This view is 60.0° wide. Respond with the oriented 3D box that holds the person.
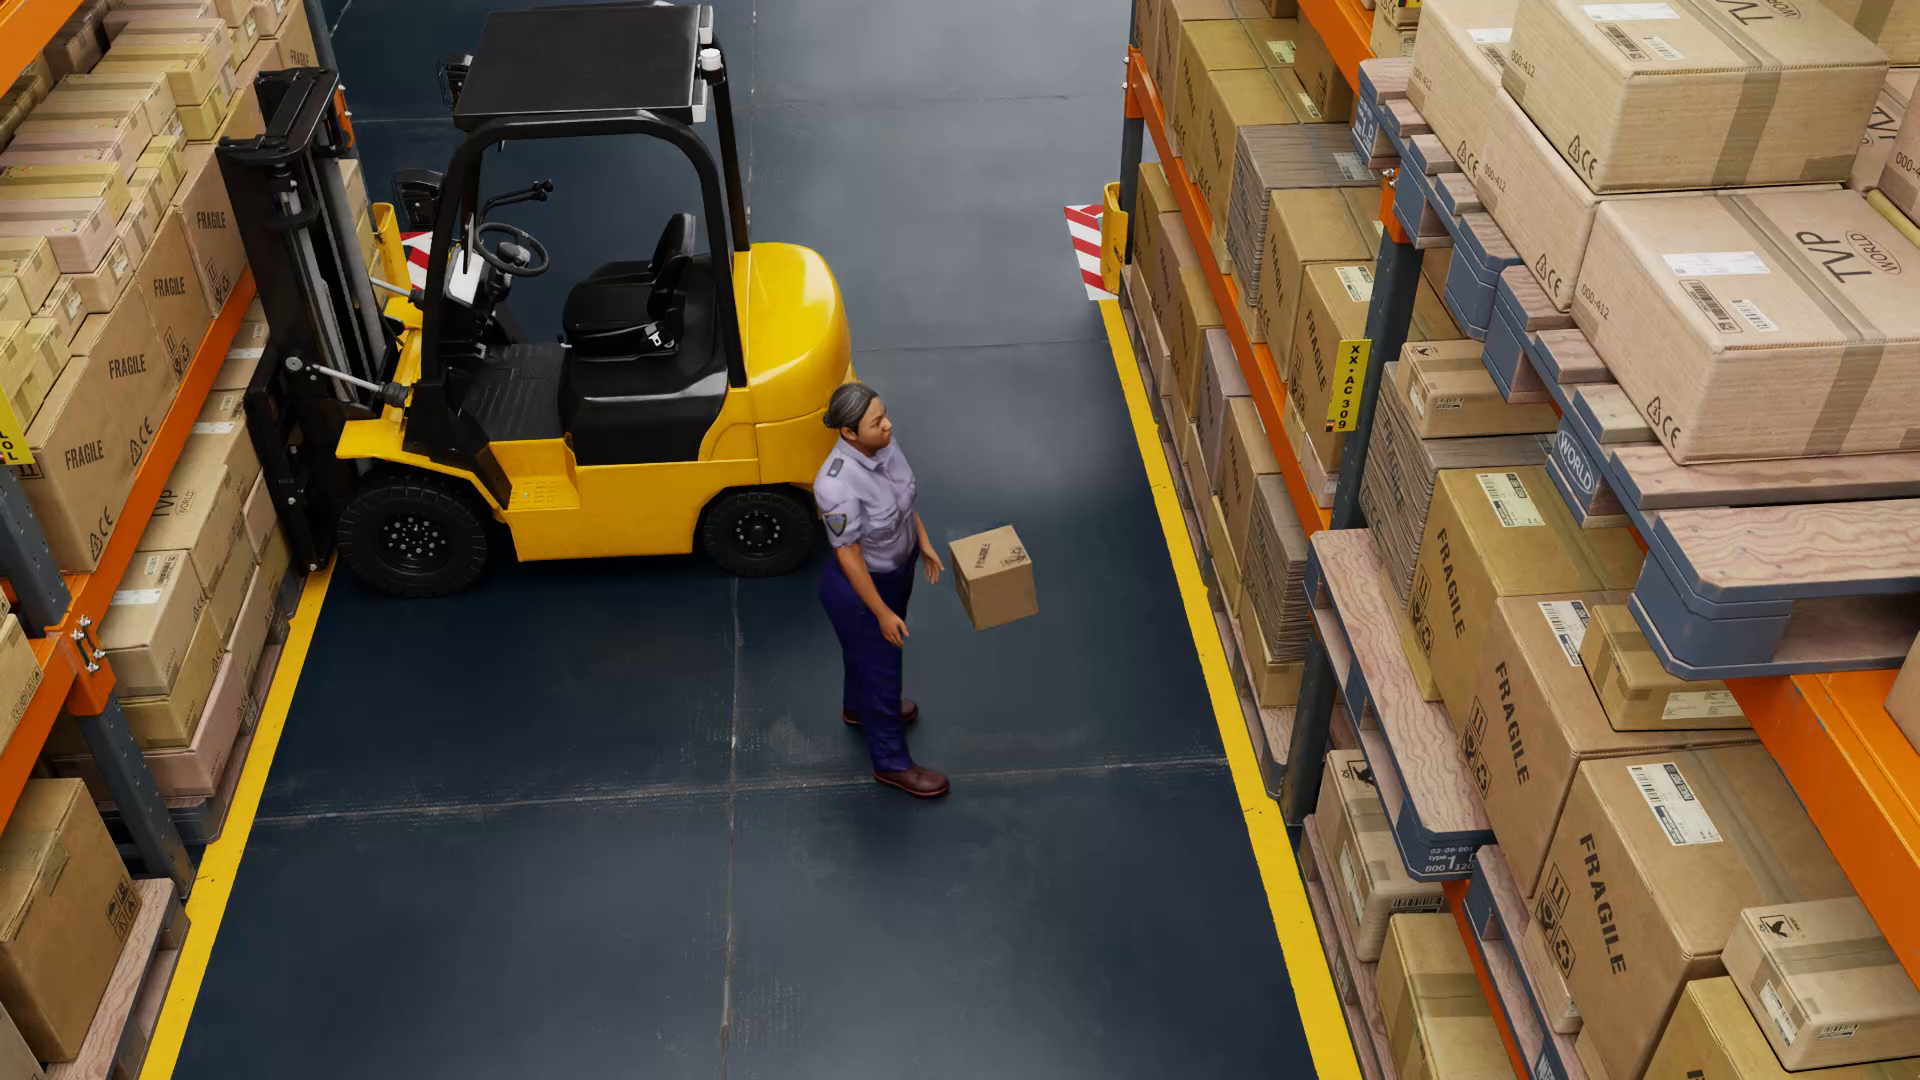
[{"bbox_3d":[-0.233,0.155,5.965,0.519,1.647,0.526,11,41,14],"label":"person"}]
